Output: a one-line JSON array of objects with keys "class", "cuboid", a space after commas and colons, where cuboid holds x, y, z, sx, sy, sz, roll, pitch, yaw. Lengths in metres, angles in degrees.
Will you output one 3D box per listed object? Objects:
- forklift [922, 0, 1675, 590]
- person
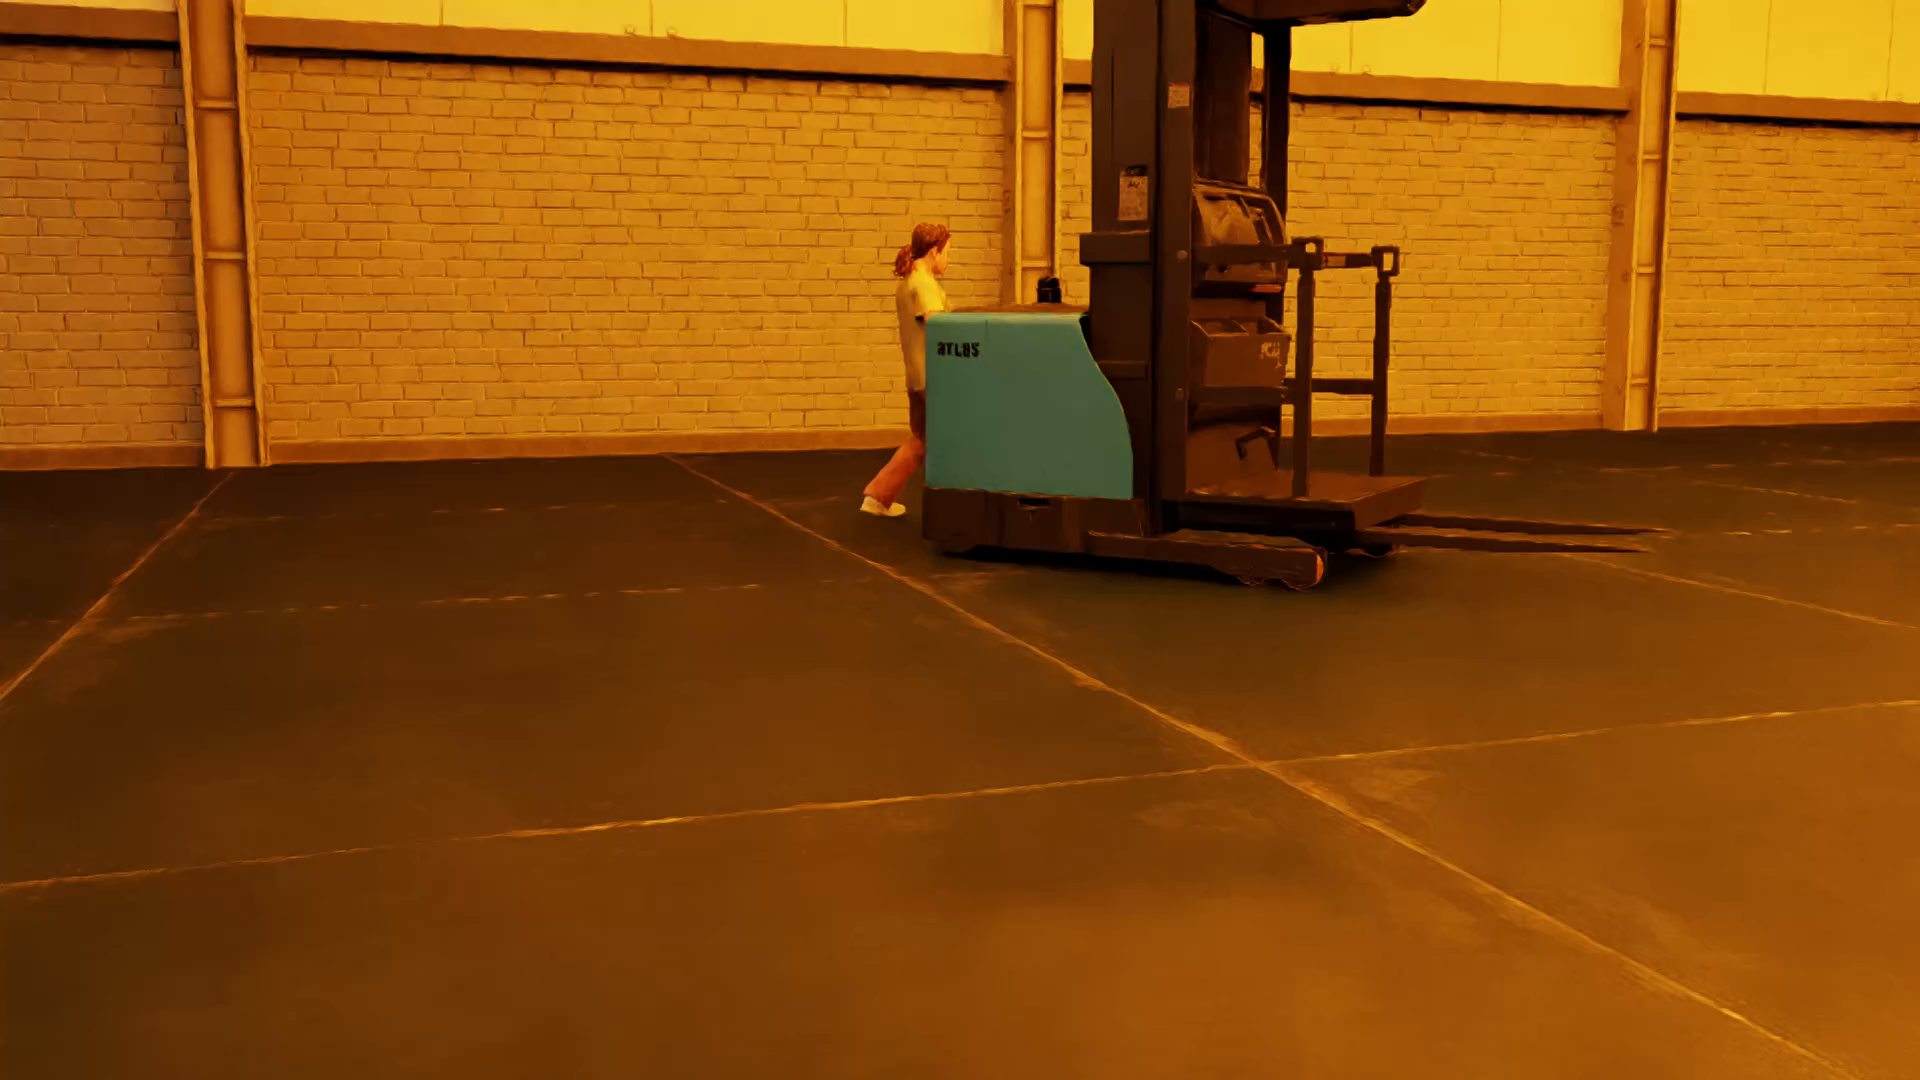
[{"class": "forklift", "cuboid": [1.357, -1.339, 6.895, 3.031, 2.935, 1.130, 5, 9, 31]}, {"class": "person", "cuboid": [-0.132, -0.850, 8.443, 0.688, 1.510, 0.874, -2, 8, -17]}]
